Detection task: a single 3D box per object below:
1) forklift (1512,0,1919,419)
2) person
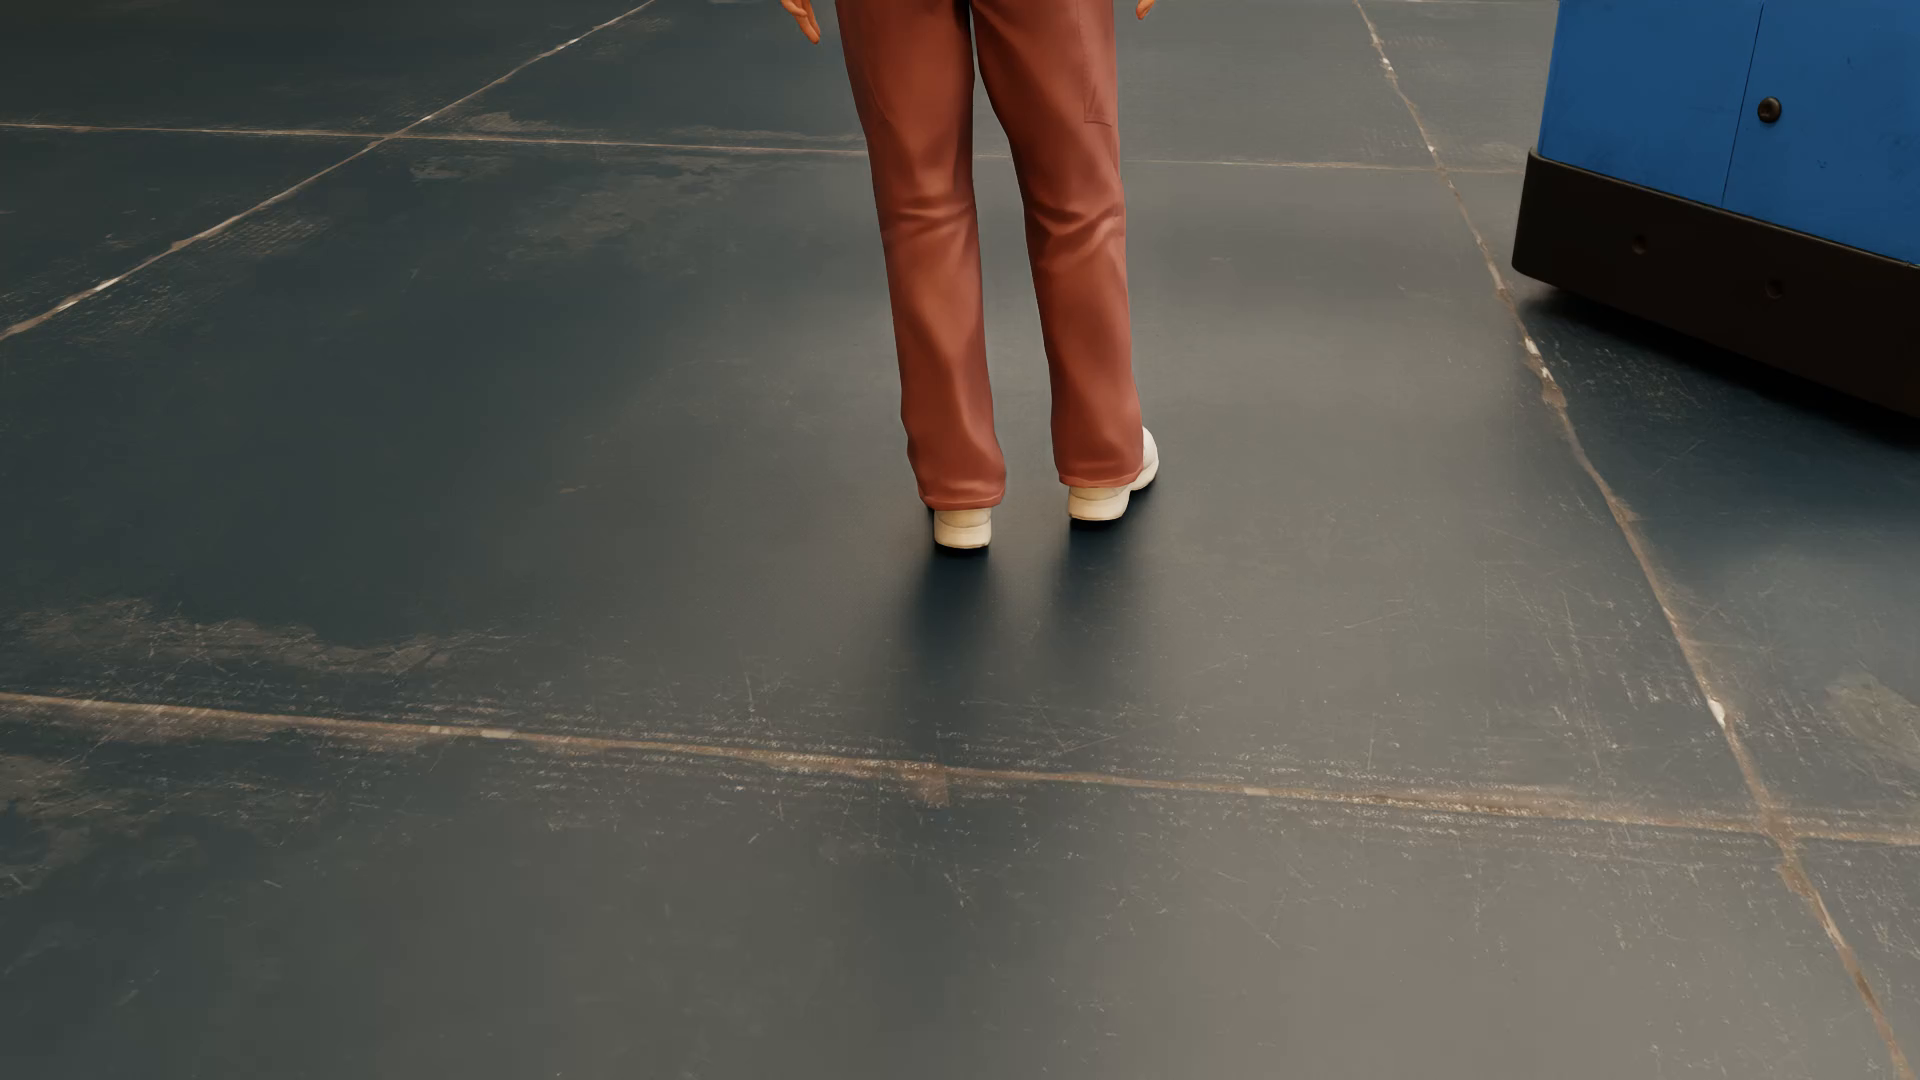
[{"bbox_3d":[2.706,-1.936,3.098,3.031,2.935,1.130,-13,29,-24],"label":"forklift"},{"bbox_3d":[0.021,-0.788,2.187,0.554,1.673,0.548,3,27,7],"label":"person"}]
